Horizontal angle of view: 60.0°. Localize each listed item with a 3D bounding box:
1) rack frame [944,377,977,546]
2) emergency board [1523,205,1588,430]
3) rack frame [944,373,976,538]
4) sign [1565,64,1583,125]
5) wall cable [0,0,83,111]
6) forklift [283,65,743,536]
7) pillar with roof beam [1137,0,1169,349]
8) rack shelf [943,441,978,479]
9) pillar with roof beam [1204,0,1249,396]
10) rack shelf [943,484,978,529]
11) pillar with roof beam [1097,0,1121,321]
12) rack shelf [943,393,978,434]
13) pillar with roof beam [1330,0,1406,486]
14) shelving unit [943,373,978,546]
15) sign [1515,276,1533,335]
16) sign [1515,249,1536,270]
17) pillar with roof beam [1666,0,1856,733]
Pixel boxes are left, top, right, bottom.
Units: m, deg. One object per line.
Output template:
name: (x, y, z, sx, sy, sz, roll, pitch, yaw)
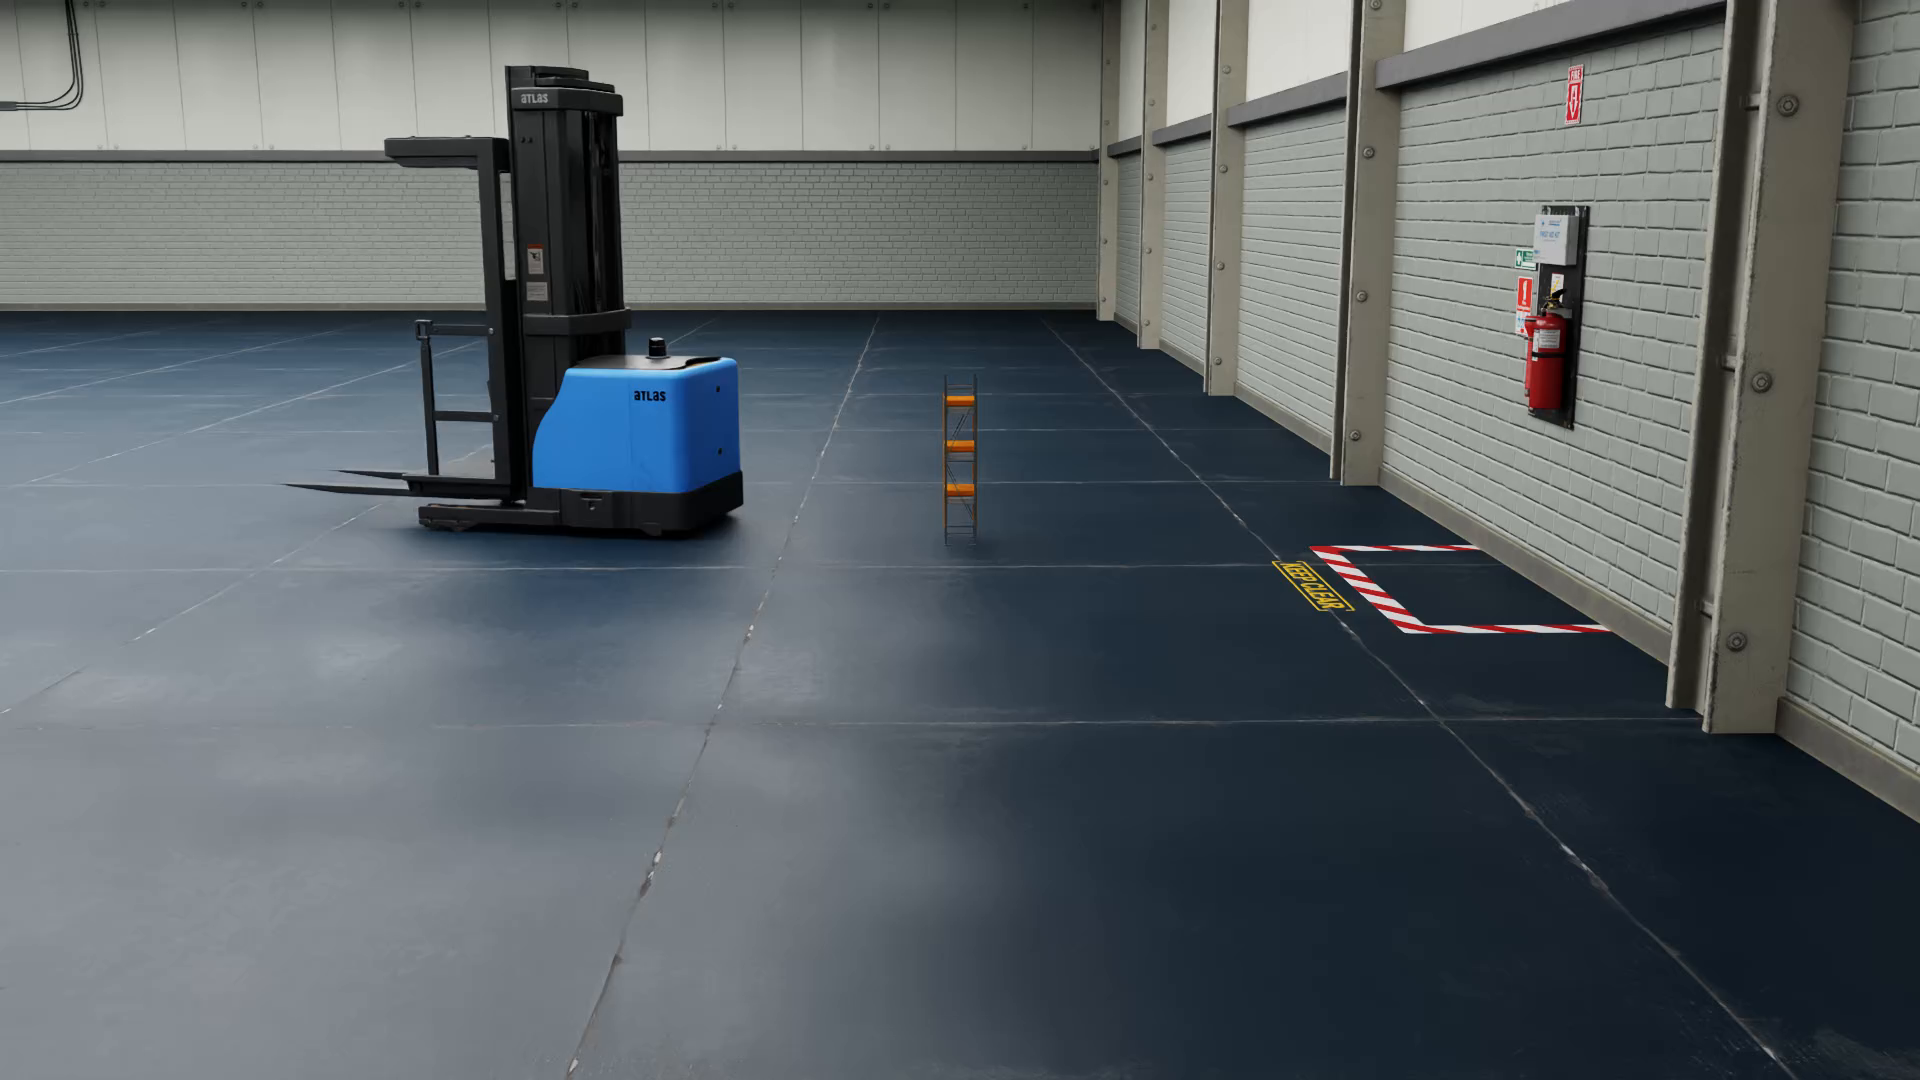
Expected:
rack frame: (0.004, -0.480, 10.283, 0.200, 1.050, 0.008, 0, 11, -1)
emergency board: (3.155, -1.221, 9.033, 0.194, 1.169, 0.643, 0, 11, -1)
rack frame: (-0.001, -0.528, 10.522, 0.200, 1.050, 0.008, 0, 11, -1)
sign: (3.254, -2.359, 8.813, 0.001, 0.298, 0.199, 0, 11, -1)
wall cable: (-18.068, -10.605, 31.644, 2.305, 6.003, 0.169, 0, 11, -1)
forklift: (-3.057, -1.592, 11.034, 3.031, 2.935, 1.130, 3, 12, 13)
pillar with roof beam: (-1.508, -7.230, 23.564, 9.100, 9.000, 0.400, 0, 11, -1)
rack shelf: (0.001, -0.494, 10.404, 0.215, 0.259, 0.240, 0, 11, -1)
pillar with roof beam: (-1.384, -6.037, 17.685, 9.100, 9.000, 0.400, 0, 11, -1)
rack shelf: (0.001, -0.221, 10.460, 0.215, 0.259, 0.240, 0, 11, -1)
pillar with roof beam: (-1.632, -8.423, 29.443, 9.100, 9.000, 0.400, 0, 11, -1)
rack shelf: (0.001, -0.772, 10.348, 0.215, 0.259, 0.240, 0, 11, -1)
pillar with roof beam: (-1.260, -4.845, 11.806, 9.100, 9.000, 0.400, 0, 11, -1)
shelving unit: (0.001, -0.504, 10.402, 0.215, 1.050, 0.252, 0, 11, -1)
sign: (3.247, -1.349, 9.573, 0.001, 0.329, 0.234, 0, 11, -1)
sign: (3.238, -1.608, 9.516, 0.001, 0.109, 0.331, 0, 11, -1)
pillar with roof beam: (-1.136, -3.652, 5.927, 9.100, 9.000, 0.400, 0, 11, -1)
